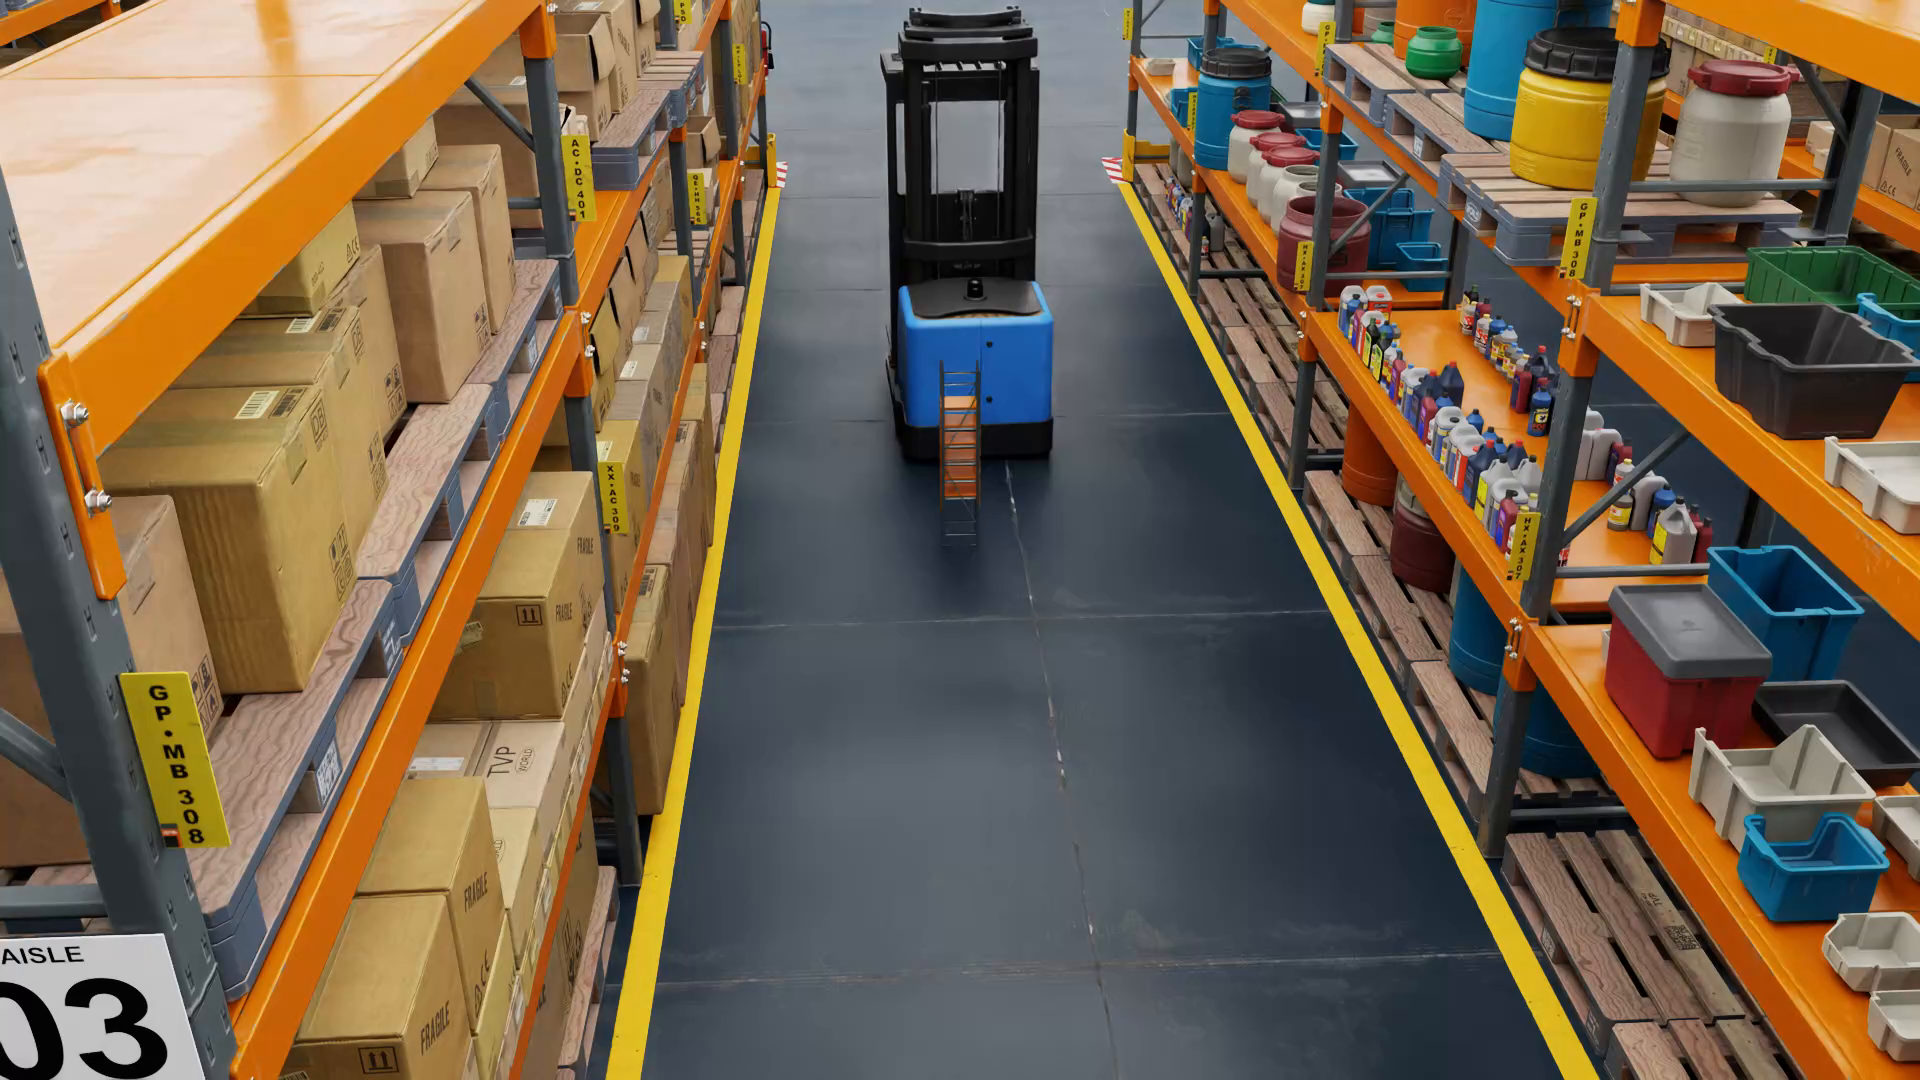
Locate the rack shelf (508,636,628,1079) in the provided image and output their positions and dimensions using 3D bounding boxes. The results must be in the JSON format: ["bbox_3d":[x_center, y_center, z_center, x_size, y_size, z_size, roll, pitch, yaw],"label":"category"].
[{"bbox_3d":[-1.870,1.503,5.403,1.077,0.370,4.000,-1,28,-3],"label":"rack shelf"}]

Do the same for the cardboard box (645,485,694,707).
[{"bbox_3d":[-2.076,0.308,8.759,1.225,0.875,0.875,-2,28,-4],"label":"cardboard box"}]

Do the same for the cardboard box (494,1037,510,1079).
[{"bbox_3d":[-1.510,1.572,4.763,0.380,0.149,0.250,-2,28,-4],"label":"cardboard box"}]

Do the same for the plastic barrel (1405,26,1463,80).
[{"bbox_3d":[2.588,-2.659,9.075,0.294,0.245,0.294,0,28,0],"label":"plastic barrel"}]

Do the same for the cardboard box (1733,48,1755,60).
[{"bbox_3d":[7.245,-4.359,15.055,0.380,0.149,0.250,-2,28,-4],"label":"cardboard box"}]

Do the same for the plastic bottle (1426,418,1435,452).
[{"bbox_3d":[2.530,-0.569,8.813,0.097,0.201,0.097,0,28,0],"label":"plastic bottle"}]

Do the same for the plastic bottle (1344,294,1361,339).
[{"bbox_3d":[2.441,-1.388,10.306,0.097,0.271,0.097,0,28,0],"label":"plastic bottle"}]

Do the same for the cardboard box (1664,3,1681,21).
[{"bbox_3d":[7.366,-5.423,16.392,0.700,0.500,0.500,-1,28,-2],"label":"cardboard box"}]

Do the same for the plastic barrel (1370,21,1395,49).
[{"bbox_3d":[2.699,-3.081,10.337,0.294,0.245,0.294,0,28,0],"label":"plastic barrel"}]

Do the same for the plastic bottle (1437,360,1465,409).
[{"bbox_3d":[2.684,-0.829,9.148,0.144,0.351,0.185,-1,28,-3],"label":"plastic bottle"}]

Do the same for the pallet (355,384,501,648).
[{"bbox_3d":[-1.882,-0.090,4.532,1.003,0.211,1.213,-1,28,-3],"label":"pallet"}]

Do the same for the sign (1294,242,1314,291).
[{"bbox_3d":[2.214,-1.762,10.709,0.100,0.325,0.005,-1,28,-3],"label":"sign"}]

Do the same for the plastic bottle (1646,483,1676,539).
[{"bbox_3d":[3.342,-0.141,7.917,0.097,0.271,0.097,0,28,0],"label":"plastic bottle"}]

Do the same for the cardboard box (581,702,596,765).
[{"bbox_3d":[-1.605,0.742,6.356,0.380,0.149,0.250,-2,28,-4],"label":"cardboard box"}]

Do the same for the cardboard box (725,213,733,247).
[{"bbox_3d":[-2.411,-2.962,15.435,0.500,0.500,0.500,7,28,14],"label":"cardboard box"}]

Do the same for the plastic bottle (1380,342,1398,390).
[{"bbox_3d":[2.484,-1.006,9.574,0.097,0.271,0.097,0,28,0],"label":"plastic bottle"}]

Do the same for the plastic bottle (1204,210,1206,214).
[{"bbox_3d":[2.306,-3.087,15.887,0.061,0.283,0.133,-1,28,-3],"label":"plastic bottle"}]

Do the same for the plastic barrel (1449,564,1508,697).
[{"bbox_3d":[2.923,0.306,8.734,0.600,0.901,0.708,-1,28,-3],"label":"plastic barrel"}]

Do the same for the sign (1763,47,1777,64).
[{"bbox_3d":[6.946,-4.077,14.301,0.100,0.325,0.005,-1,28,-3],"label":"sign"}]

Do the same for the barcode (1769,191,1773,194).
[{"bbox_3d":[7.098,-3.056,14.555,0.001,0.075,0.075,-1,28,-3],"label":"barcode"}]

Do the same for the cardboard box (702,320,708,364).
[{"bbox_3d":[-2.317,-1.500,12.610,0.700,0.500,0.500,1,28,2],"label":"cardboard box"}]

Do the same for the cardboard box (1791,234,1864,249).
[{"bbox_3d":[7.294,-2.459,14.134,0.500,0.311,0.500,-2,28,-3],"label":"cardboard box"}]

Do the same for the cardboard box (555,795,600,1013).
[{"bbox_3d":[-2.020,1.323,6.814,0.875,0.875,0.875,-1,28,-3],"label":"cardboard box"}]

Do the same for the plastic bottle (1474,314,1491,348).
[{"bbox_3d":[3.210,-1.282,10.179,0.097,0.201,0.097,0,28,0],"label":"plastic bottle"}]

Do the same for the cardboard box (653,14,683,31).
[{"bbox_3d":[-1.951,-3.406,10.145,0.500,0.500,0.500,-1,28,-2],"label":"cardboard box"}]

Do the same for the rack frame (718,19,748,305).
[{"bbox_3d":[-2.393,-3.434,14.091,1.000,3.000,0.127,-1,28,-3],"label":"rack frame"}]

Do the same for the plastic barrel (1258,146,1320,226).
[{"bbox_3d":[2.446,-2.628,12.399,0.433,0.535,0.433,0,28,0],"label":"plastic barrel"}]

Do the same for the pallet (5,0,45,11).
[{"bbox_3d":[-7.254,-4.184,12.492,0.805,0.209,1.217,-2,28,-5],"label":"pallet"}]

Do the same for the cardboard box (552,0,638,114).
[{"bbox_3d":[-1.947,-2.471,8.438,0.500,0.500,0.500,0,28,0],"label":"cardboard box"}]

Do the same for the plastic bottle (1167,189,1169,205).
[{"bbox_3d":[2.134,-3.463,16.696,0.097,0.201,0.097,0,28,0],"label":"plastic bottle"}]

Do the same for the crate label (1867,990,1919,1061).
[{"bbox_3d":[2.917,1.444,4.959,0.396,0.136,0.243,-1,28,-3],"label":"crate label"}]

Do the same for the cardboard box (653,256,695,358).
[{"bbox_3d":[-1.910,-1.409,10.101,0.500,0.500,0.500,-1,28,-1],"label":"cardboard box"}]

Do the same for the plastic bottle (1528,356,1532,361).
[{"bbox_3d":[3.269,-0.951,9.455,0.061,0.283,0.133,-1,28,-3],"label":"plastic bottle"}]

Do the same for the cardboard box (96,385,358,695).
[{"bbox_3d":[-1.756,0.001,3.590,0.700,0.500,0.500,-2,28,-5],"label":"cardboard box"}]

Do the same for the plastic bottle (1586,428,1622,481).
[{"bbox_3d":[3.279,-0.455,8.513,0.152,0.276,0.135,-1,28,-3],"label":"plastic bottle"}]

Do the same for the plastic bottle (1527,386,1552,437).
[{"bbox_3d":[3.134,-0.701,8.989,0.097,0.271,0.097,0,28,0],"label":"plastic bottle"}]

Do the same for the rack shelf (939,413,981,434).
[{"bbox_3d":[-0.001,-0.712,10.395,0.258,0.103,0.180,-1,28,-3],"label":"rack shelf"}]

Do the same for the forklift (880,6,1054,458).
[{"bbox_3d":[-0.006,-2.526,12.423,1.130,2.935,3.031,-3,28,-5],"label":"forklift"}]

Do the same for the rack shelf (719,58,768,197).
[{"bbox_3d":[-2.497,-4.039,16.028,1.077,0.370,4.000,-1,28,-3],"label":"rack shelf"}]

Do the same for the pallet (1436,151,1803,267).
[{"bbox_3d":[2.833,-1.465,7.276,1.213,0.211,1.003,-1,28,-3],"label":"pallet"}]

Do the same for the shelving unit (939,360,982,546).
[{"bbox_3d":[-0.001,-0.539,10.485,0.258,1.200,0.189,-1,28,-3],"label":"shelving unit"}]

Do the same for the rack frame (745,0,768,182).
[{"bbox_3d":[-2.601,-5.282,17.633,1.000,3.000,0.127,-1,28,-3],"label":"rack frame"}]

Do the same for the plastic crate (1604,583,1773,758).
[{"bbox_3d":[2.768,0.504,6.406,0.402,0.464,0.583,-1,28,-3],"label":"plastic crate"}]

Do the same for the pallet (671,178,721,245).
[{"bbox_3d":[-2.328,-2.415,12.344,1.003,0.211,1.213,-1,28,-3],"label":"pallet"}]

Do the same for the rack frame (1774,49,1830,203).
[{"bbox_3d":[7.500,-3.672,14.546,1.000,3.000,0.127,-1,28,-3],"label":"rack frame"}]

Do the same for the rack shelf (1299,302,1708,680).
[{"bbox_3d":[2.867,-0.464,9.174,1.077,0.370,4.000,-1,28,-3],"label":"rack shelf"}]

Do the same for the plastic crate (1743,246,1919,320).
[{"bbox_3d":[3.295,-0.907,6.231,0.450,0.188,0.662,-1,28,-3],"label":"plastic crate"}]

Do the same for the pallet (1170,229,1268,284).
[{"bbox_3d":[2.560,-2.629,15.562,1.003,0.211,1.213,-1,28,-3],"label":"pallet"}]

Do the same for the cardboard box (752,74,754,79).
[{"bbox_3d":[-2.303,-4.814,17.008,0.380,0.149,0.250,-1,28,-3],"label":"cardboard box"}]

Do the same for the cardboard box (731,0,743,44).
[{"bbox_3d":[-2.190,-4.499,14.621,0.500,0.500,0.500,-1,28,-3],"label":"cardboard box"}]

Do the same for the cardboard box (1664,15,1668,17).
[{"bbox_3d":[7.153,-5.188,16.644,0.380,0.149,0.250,-2,28,-4],"label":"cardboard box"}]

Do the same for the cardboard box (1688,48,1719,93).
[{"bbox_3d":[7.415,-4.396,15.827,0.700,0.500,0.500,-1,28,-2],"label":"cardboard box"}]

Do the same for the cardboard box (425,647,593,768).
[{"bbox_3d":[-1.660,0.631,6.136,0.500,0.250,0.500,-1,28,-1],"label":"cardboard box"}]

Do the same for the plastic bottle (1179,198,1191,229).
[{"bbox_3d":[2.201,-3.145,16.005,0.152,0.276,0.135,-1,28,-2],"label":"plastic bottle"}]

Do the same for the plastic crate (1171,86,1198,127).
[{"bbox_3d":[2.225,-3.992,15.322,0.499,0.251,0.616,-1,28,-3],"label":"plastic crate"}]

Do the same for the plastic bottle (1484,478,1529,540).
[{"bbox_3d":[2.609,-0.147,7.923,0.152,0.276,0.135,-1,28,-3],"label":"plastic bottle"}]
